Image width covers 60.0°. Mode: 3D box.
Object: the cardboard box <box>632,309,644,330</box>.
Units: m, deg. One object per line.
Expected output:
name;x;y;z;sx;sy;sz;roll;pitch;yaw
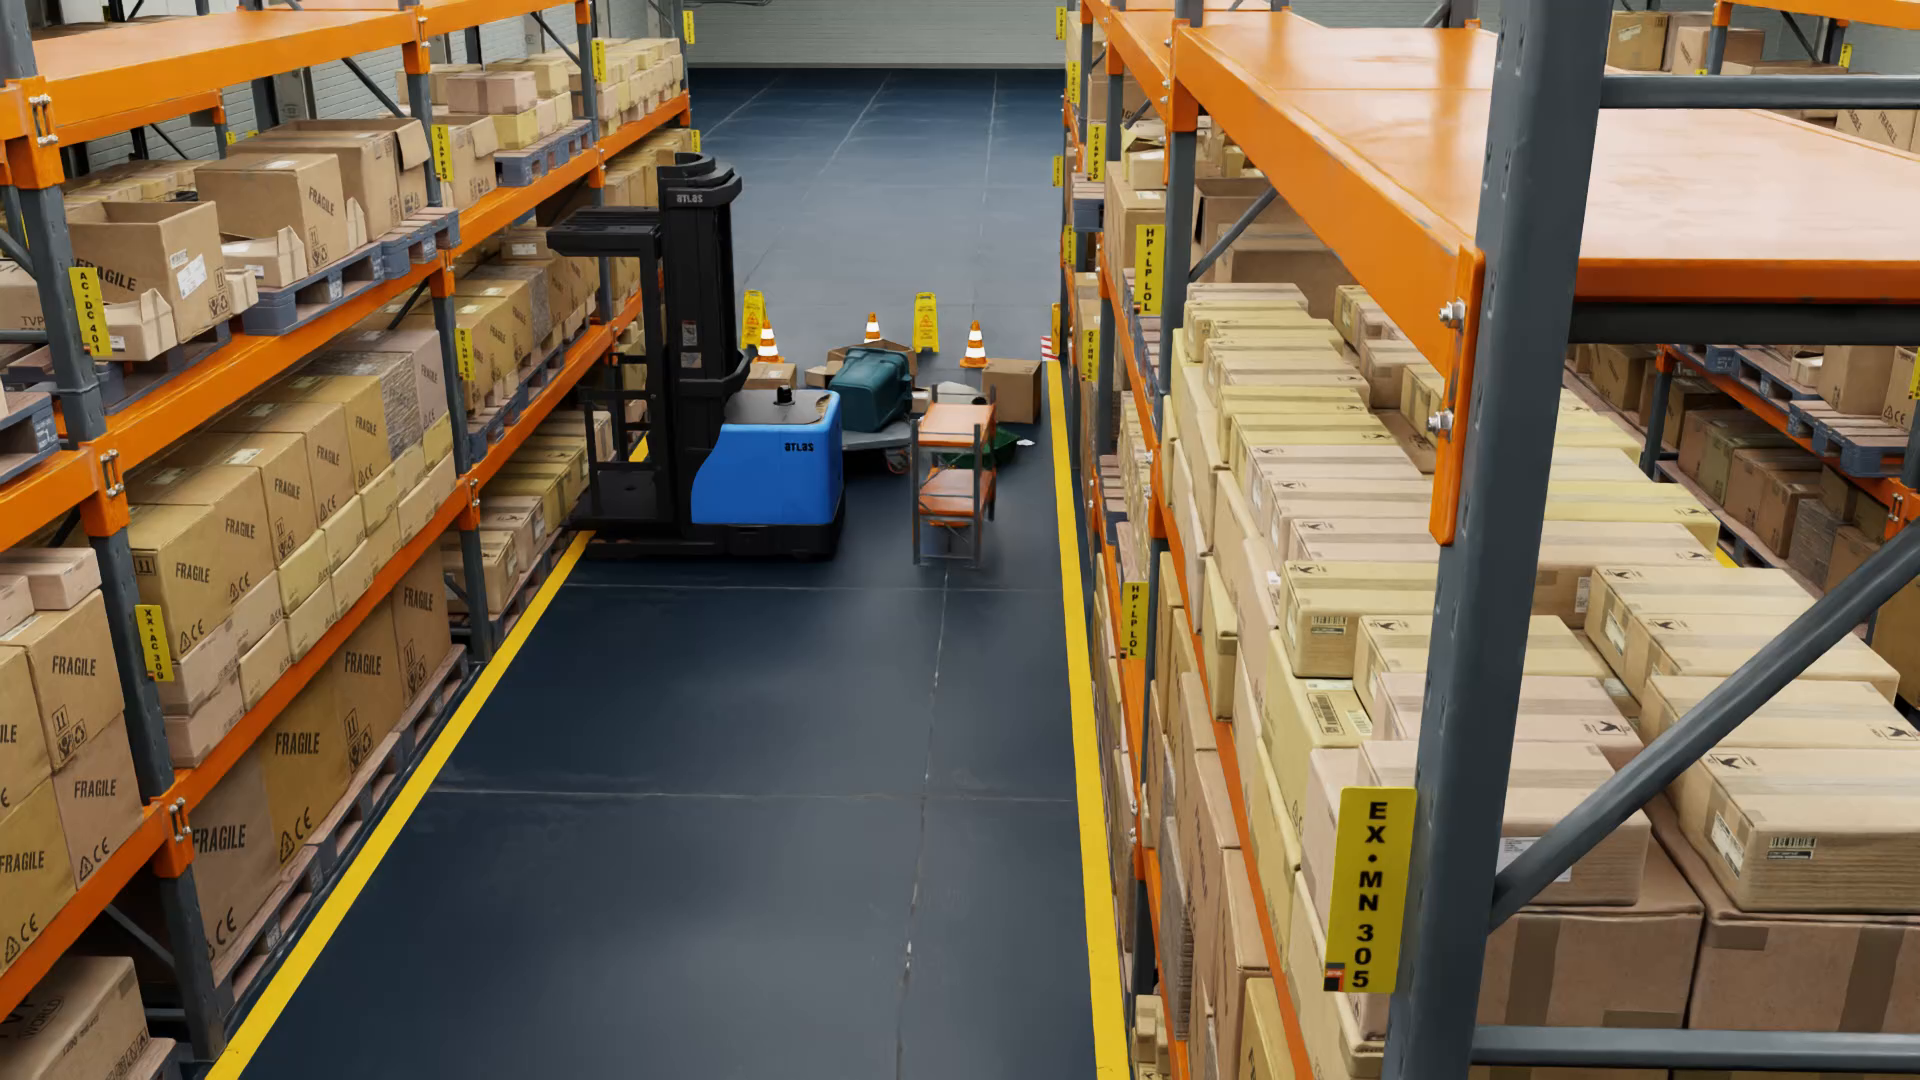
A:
cardboard box;-3.108;-2.058;15.473;0.380;0.149;0.250;1;21;4

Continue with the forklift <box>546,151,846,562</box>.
forklift;-2.451;-1.394;12.568;3.031;2.935;1.130;1;21;2

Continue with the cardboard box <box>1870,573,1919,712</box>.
cardboard box;6.268;0.548;9.826;1.225;0.875;0.875;0;21;-1

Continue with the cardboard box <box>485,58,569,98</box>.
cardboard box;-3.364;-3.597;12.943;0.500;0.250;0.500;1;21;3

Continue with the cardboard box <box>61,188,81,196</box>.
cardboard box;-8.617;-3.265;15.850;0.380;0.149;0.250;1;21;3

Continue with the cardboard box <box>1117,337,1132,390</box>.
cardboard box;1.379;-1.262;10.614;0.700;0.500;0.500;1;21;1

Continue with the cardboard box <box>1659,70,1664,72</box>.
cardboard box;6.717;-4.427;15.801;0.380;0.149;0.250;1;21;2

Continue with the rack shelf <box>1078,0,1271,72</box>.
rack shelf;1.416;-3.585;11.376;1.077;0.370;4.000;1;21;2

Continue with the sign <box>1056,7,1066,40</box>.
sign;1.044;-5.330;17.156;0.100;0.325;0.005;1;21;2

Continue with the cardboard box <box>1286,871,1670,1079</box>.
cardboard box;0.862;0.810;2.856;0.500;0.250;0.500;0;21;0

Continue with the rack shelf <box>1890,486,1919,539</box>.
rack shelf;6.249;0.563;8.426;1.077;0.370;4.000;1;21;2

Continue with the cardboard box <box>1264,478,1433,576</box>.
cardboard box;0.899;-0.028;3.773;0.380;0.149;0.250;1;21;3

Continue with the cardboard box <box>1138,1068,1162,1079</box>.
cardboard box;0.894;2.217;6.529;0.380;0.149;0.250;1;21;3

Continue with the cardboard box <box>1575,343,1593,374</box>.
cardboard box;6.534;-1.977;16.851;0.500;0.500;0.500;6;22;16

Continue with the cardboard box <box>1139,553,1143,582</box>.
cardboard box;1.085;0.164;8.227;0.380;0.149;0.250;2;21;4

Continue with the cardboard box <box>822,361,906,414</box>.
cardboard box;-0.895;-1.396;15.742;0.797;0.637;0.503;1;21;2

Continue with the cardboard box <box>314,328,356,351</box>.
cardboard box;-3.855;-0.942;9.789;0.500;0.500;0.500;0;21;0

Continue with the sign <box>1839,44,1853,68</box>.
sign;6.987;-3.760;13.168;0.100;0.325;0.005;1;21;2

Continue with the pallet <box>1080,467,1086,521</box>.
pallet;1.529;-0.453;13.905;1.003;0.211;1.213;1;21;2

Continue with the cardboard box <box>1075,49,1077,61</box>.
cardboard box;1.251;-4.106;14.396;0.500;0.250;0.500;1;21;1

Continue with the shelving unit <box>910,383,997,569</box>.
shelving unit;-0.037;-0.508;12.750;0.538;1.125;1.048;3;22;7

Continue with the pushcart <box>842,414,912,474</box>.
pushcart;-1.193;-0.822;14.625;1.648;0.377;0.936;-7;22;-17

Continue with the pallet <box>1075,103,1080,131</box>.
pallet;1.513;-3.686;14.358;1.003;0.211;1.213;1;21;2

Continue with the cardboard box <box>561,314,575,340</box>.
cardboard box;-3.215;-1.660;12.927;0.380;0.149;0.250;1;21;2

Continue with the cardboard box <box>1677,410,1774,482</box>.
cardboard box;6.392;-0.760;13.688;0.700;0.500;0.500;-1;21;-3

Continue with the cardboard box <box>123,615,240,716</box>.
cardboard box;-3.422;0.522;7.052;0.500;0.250;0.500;0;21;0

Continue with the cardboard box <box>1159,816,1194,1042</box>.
cardboard box;0.908;1.211;5.211;0.500;0.500;0.500;0;21;0

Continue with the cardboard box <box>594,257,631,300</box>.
cardboard box;-3.182;-2.392;14.499;0.500;0.500;0.500;1;21;1

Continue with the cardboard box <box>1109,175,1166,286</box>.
cardboard box;1.064;-1.647;8.843;0.500;0.500;0.500;1;21;2

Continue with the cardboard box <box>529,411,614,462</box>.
cardboard box;-3.487;-0.832;14.079;0.950;0.372;0.625;1;21;2

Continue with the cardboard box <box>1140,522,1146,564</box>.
cardboard box;1.085;0.019;8.188;0.380;0.149;0.250;1;21;2

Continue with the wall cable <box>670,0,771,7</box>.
wall cable;-6.912;-16.556;47.549;3.097;2.526;0.112;1;21;2

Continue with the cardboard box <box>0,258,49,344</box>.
cardboard box;-3.900;-1.032;6.938;0.500;0.311;0.500;1;21;2

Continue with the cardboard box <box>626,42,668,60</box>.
cardboard box;-3.103;-4.840;16.453;0.380;0.149;0.250;0;21;1

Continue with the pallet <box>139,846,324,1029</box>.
pallet;-3.769;1.862;7.939;1.003;0.211;1.213;1;21;2

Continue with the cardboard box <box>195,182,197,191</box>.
cardboard box;-8.022;-3.678;17.328;0.380;0.149;0.250;1;21;2

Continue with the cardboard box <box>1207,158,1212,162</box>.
cardboard box;1.526;-2.230;10.110;0.380;0.149;0.250;0;21;0

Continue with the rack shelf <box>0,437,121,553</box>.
rack shelf;-3.778;0.502;4.437;1.077;0.370;4.000;1;21;2

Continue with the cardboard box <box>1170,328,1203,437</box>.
cardboard box;0.979;-0.531;5.620;0.500;0.250;0.500;1;21;3

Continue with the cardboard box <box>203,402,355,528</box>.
cardboard box;-3.401;-0.380;8.340;0.500;0.500;0.500;0;21;1

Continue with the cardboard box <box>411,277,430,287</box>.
cardboard box;-3.827;-1.883;11.708;0.380;0.149;0.250;0;21;-1

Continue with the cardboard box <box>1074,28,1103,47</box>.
cardboard box;1.200;-4.431;14.681;0.380;0.149;0.250;1;21;2

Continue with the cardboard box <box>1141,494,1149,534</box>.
cardboard box;1.091;-0.115;8.123;0.380;0.149;0.250;0;21;-1

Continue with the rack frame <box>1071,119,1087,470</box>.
rack frame;1.477;-2.033;14.122;1.000;3.000;0.127;1;21;2

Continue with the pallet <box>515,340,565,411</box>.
pallet;-3.576;-1.232;12.321;1.003;0.211;1.213;1;21;2

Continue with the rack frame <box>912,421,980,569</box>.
rack frame;-0.102;-0.325;12.280;0.500;1.125;0.032;3;22;7

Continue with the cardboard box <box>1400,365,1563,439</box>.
cardboard box;1.474;-0.395;4.718;0.380;0.149;0.250;0;21;-1

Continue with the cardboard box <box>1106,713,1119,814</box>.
cardboard box;1.041;1.188;8.696;0.500;0.500;0.500;0;21;0

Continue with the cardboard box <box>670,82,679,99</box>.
cardboard box;-3.058;-4.556;16.825;0.380;0.149;0.250;1;21;2

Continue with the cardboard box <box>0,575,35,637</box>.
cardboard box;-3.525;0.235;5.859;0.380;0.149;0.250;1;21;3

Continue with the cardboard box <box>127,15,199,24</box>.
cardboard box;-8.083;-5.075;16.959;0.500;0.500;0.500;1;21;3

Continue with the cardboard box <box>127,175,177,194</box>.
cardboard box;-8.050;-3.537;16.553;0.380;0.149;0.250;1;21;3

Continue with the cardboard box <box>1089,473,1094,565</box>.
cardboard box;1.487;-0.269;12.105;1.050;0.750;0.750;1;21;2

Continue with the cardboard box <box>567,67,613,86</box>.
cardboard box;-3.159;-3.909;14.054;0.380;0.149;0.250;1;21;3

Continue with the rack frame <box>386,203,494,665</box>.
rack frame;-3.595;-0.605;10.441;1.000;3.000;0.127;1;21;2

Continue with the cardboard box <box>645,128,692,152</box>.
cardboard box;-3.149;-3.962;17.161;0.700;0.500;0.500;0;21;0

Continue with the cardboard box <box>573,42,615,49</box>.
cardboard box;-3.628;-4.843;16.462;0.380;0.149;0.250;1;21;2

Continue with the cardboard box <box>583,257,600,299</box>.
cardboard box;-3.258;-2.263;13.583;0.500;0.500;0.500;0;21;1

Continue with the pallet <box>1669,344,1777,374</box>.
pallet;6.263;-1.578;13.214;1.003;0.211;1.213;1;21;2

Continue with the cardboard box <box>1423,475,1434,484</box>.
cardboard box;1.441;0.034;4.164;0.500;0.250;0.500;0;21;0
